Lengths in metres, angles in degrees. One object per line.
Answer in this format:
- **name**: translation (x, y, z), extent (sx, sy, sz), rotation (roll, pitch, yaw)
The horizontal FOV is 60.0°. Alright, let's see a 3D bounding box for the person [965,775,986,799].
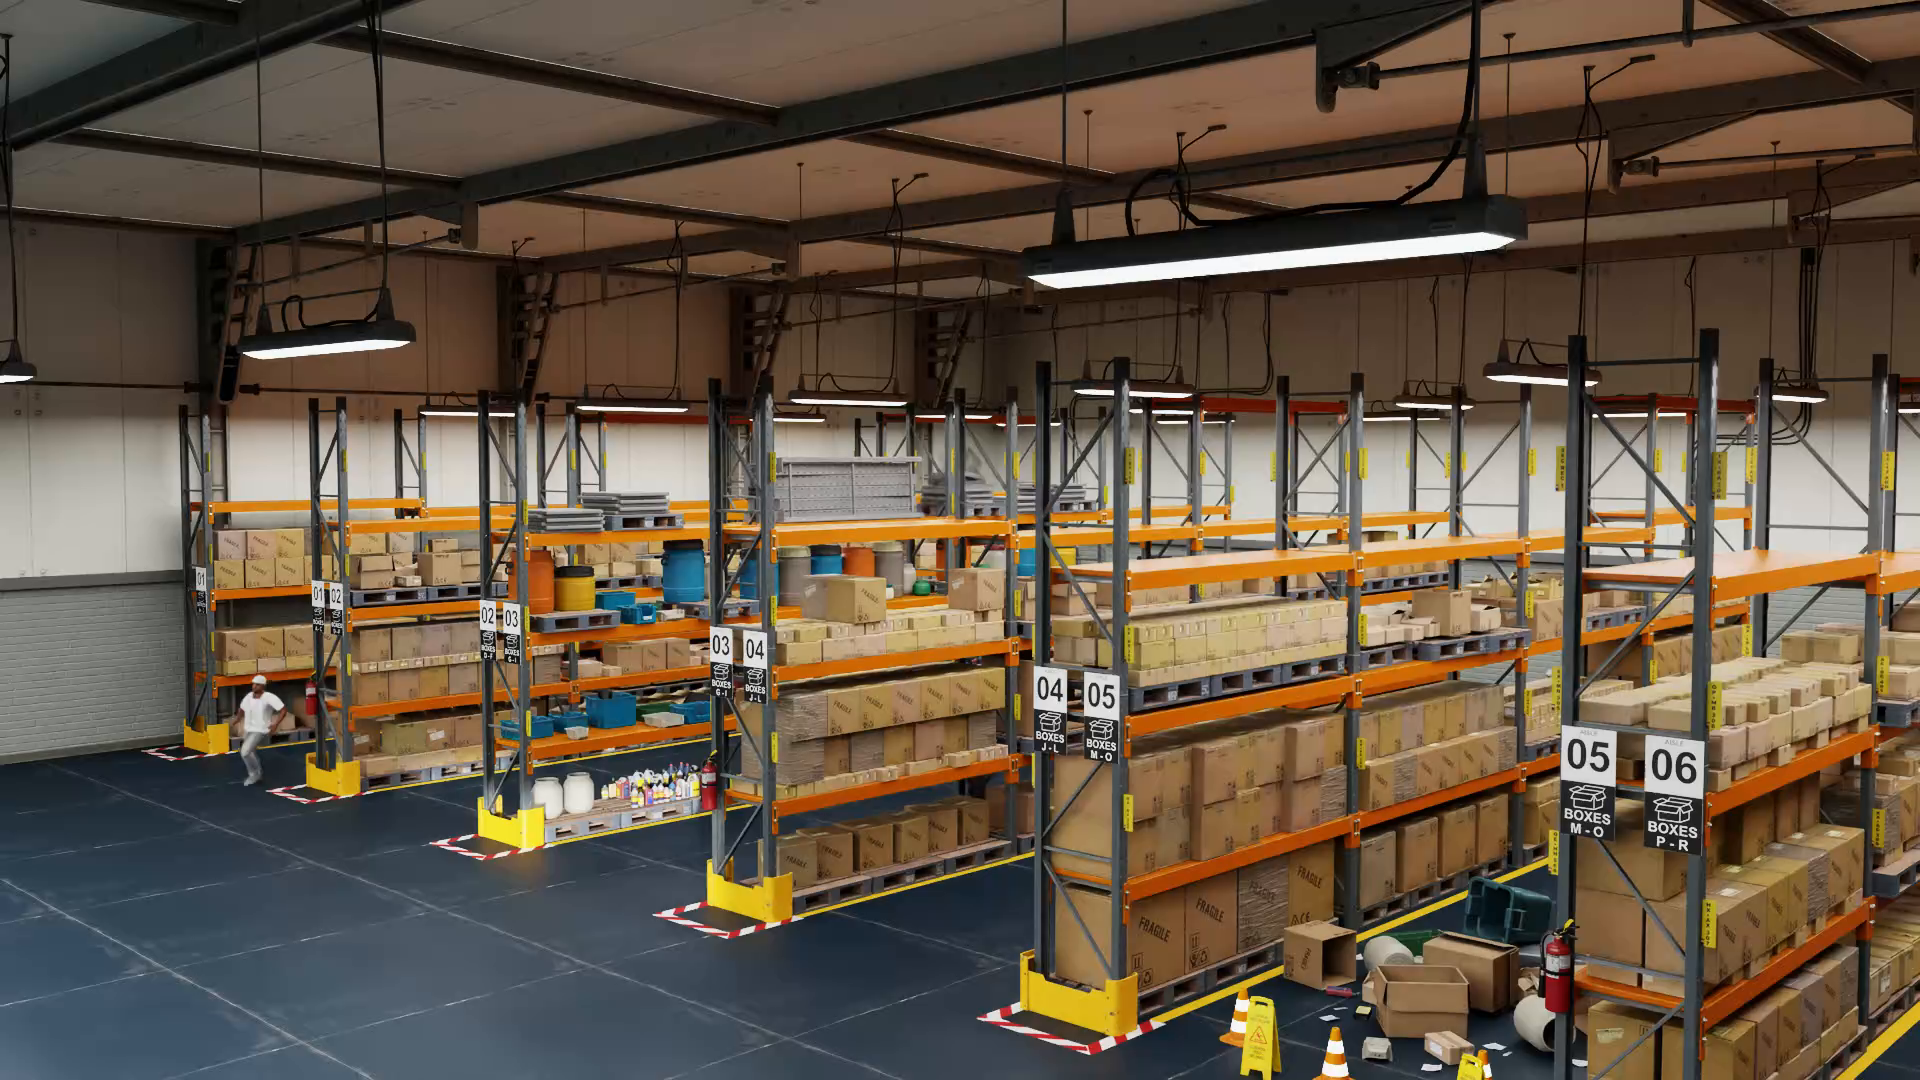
- **person**: translation (0.187, 3.025, 24.485), extent (0.667, 1.688, 0.601), rotation (2, 4, 36)

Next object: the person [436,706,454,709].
- **person**: translation (-8.779, 2.829, 28.395), extent (0.661, 1.675, 0.645), rotation (3, 4, 40)

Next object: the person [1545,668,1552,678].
- **person**: translation (9.347, 2.892, 26.215), extent (0.666, 1.737, 0.749), rotation (3, 4, 43)

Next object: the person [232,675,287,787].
- **person**: translation (-10.887, 2.951, 25.723), extent (0.765, 1.738, 0.632), rotation (1, 3, 24)
